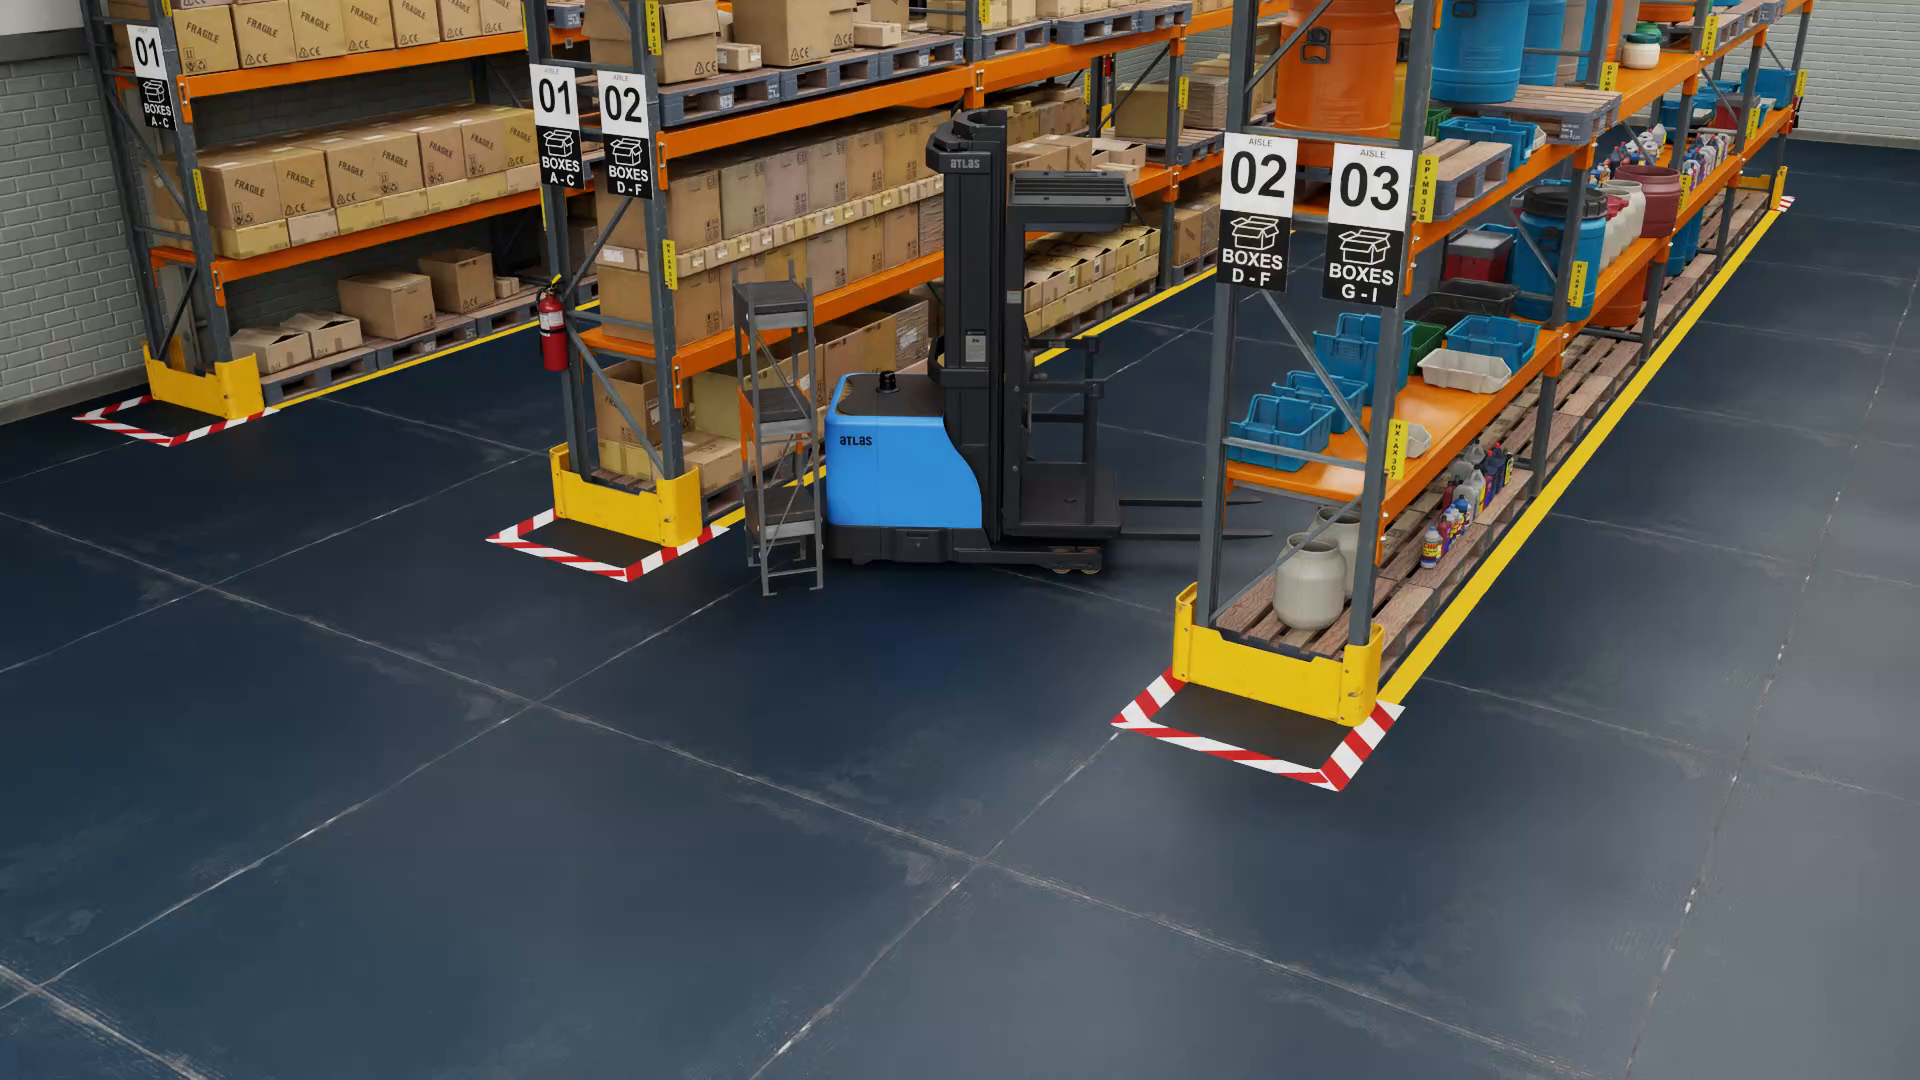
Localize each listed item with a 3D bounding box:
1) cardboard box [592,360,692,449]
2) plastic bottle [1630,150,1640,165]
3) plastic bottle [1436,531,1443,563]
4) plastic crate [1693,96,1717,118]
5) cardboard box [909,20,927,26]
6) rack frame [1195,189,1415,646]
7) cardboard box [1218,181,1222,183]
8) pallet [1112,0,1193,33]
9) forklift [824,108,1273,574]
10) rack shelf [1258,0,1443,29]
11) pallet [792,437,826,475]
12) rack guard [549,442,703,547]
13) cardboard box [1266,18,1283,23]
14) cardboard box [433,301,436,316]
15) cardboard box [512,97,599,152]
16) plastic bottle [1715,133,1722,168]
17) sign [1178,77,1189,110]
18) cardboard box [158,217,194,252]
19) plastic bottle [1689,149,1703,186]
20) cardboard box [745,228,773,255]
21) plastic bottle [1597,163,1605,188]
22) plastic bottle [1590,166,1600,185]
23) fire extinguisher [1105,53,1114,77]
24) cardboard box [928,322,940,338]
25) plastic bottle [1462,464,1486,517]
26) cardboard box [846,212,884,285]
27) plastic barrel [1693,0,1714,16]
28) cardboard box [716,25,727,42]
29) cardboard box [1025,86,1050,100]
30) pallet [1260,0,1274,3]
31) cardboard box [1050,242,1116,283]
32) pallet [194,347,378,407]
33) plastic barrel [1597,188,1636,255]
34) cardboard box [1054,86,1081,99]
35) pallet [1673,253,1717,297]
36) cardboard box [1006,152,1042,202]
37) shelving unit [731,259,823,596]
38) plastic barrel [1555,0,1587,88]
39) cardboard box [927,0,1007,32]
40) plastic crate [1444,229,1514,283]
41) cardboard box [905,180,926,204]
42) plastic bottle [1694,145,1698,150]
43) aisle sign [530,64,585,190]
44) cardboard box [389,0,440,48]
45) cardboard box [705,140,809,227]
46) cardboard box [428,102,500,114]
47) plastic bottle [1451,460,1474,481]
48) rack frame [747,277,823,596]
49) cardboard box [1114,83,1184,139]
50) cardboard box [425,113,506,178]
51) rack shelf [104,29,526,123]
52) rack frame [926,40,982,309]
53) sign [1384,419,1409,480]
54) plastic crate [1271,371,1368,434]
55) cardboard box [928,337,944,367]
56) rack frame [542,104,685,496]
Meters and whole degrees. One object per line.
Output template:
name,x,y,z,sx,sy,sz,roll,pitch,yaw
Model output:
cardboard box,-2.354,-1.021,12.322,0.500,0.500,0.500,14,27,29
plastic bottle,6.909,-3.858,17.048,0.097,0.271,0.097,0,23,0
plastic bottle,3.098,0.037,10.857,0.097,0.201,0.097,0,23,0
plastic crate,8.999,-5.254,20.247,0.416,0.233,0.300,14,27,29
cardboard box,-0.571,-6.744,22.082,0.500,0.250,0.500,15,27,30
rack frame,1.822,-0.463,9.045,1.000,3.000,0.127,14,27,29
cardboard box,3.396,-4.047,19.915,0.500,0.500,0.500,14,27,30
pallet,1.554,-5.245,16.552,1.213,0.211,1.003,15,28,31
forklift,0.622,-1.333,11.140,3.031,2.935,1.130,1,23,2
rack shelf,2.877,-3.378,9.635,1.077,0.370,4.000,14,27,29
pallet,-1.372,-0.900,13.563,1.003,0.211,1.213,14,27,29
rack guard,-2.397,-0.348,11.923,1.175,0.500,0.348,14,27,29
cardboard box,4.261,-6.456,21.503,0.500,0.500,0.500,13,27,28
cardboard box,-5.345,-2.248,16.201,0.380,0.149,0.250,12,26,25
cardboard box,-4.187,-4.302,17.232,0.700,0.500,0.500,14,27,29
plastic bottle,7.945,-4.112,17.535,0.144,0.351,0.185,14,27,29
sign,2.309,-4.619,17.187,0.100,0.325,0.005,14,27,29
cardboard box,-6.512,-2.678,14.325,0.500,0.250,0.500,14,27,30
plastic bottle,7.364,-3.740,16.677,0.144,0.351,0.185,14,27,29
cardboard box,-1.589,-2.192,12.095,0.380,0.149,0.250,13,27,28
plastic bottle,6.297,-3.575,16.394,0.097,0.271,0.097,0,23,0
plastic bottle,6.194,-3.509,16.242,0.097,0.271,0.097,0,23,0
fire extinguisher,2.317,-7.687,26.299,0.296,0.674,0.183,14,27,29
cardboard box,-0.301,-1.984,15.491,0.500,0.250,0.500,14,27,28
plastic bottle,3.566,-0.348,11.559,0.144,0.351,0.185,14,27,29
cardboard box,-1.043,-2.400,13.392,0.700,0.500,0.500,14,27,30
plastic barrel,6.796,-4.971,15.348,0.294,0.245,0.294,0,23,0
cardboard box,-2.001,-3.511,11.794,0.500,0.250,0.500,14,27,29
cardboard box,1.191,-6.939,25.804,0.380,0.149,0.250,14,27,29
pallet,2.998,-6.287,18.958,1.213,0.211,1.003,14,27,29
cardboard box,1.232,-2.816,16.706,0.500,0.311,0.500,14,27,29
pallet,-6.096,-1.552,15.070,1.003,0.211,1.213,14,27,29
plastic barrel,5.459,-2.681,14.026,0.421,0.512,0.421,0,23,0
cardboard box,1.648,-6.944,25.817,0.380,0.149,0.250,14,27,28
pallet,7.710,-2.982,18.373,1.003,0.211,1.213,14,27,29
cardboard box,0.423,-3.332,15.546,0.500,0.500,0.500,16,28,33
shelving unit,-1.175,-0.713,10.755,0.431,2.100,0.503,-7,25,-17
plastic barrel,4.361,-3.858,12.479,0.600,0.901,0.600,0,23,0
cardboard box,0.059,-4.559,14.390,0.500,0.250,0.500,17,29,34
plastic crate,3.928,-2.070,12.676,0.402,0.464,0.583,14,27,29
cardboard box,-0.503,-2.888,13.703,0.380,0.149,0.250,13,27,27
plastic bottle,7.644,-3.980,17.330,0.097,0.271,0.097,0,23,0
aisle sign,-2.668,-2.735,11.020,0.394,0.787,0.004,14,27,29
cardboard box,-5.078,-4.736,14.988,0.500,0.500,0.500,13,26,27
cardboard box,-1.561,-2.666,12.373,0.700,0.500,0.500,14,27,29
cardboard box,-4.910,-4.059,16.571,0.500,0.500,0.500,13,27,28
plastic bottle,3.597,-0.445,11.878,0.152,0.276,0.135,14,27,29
rack frame,-1.099,-0.621,10.542,0.400,2.100,0.015,-7,25,-17
cardboard box,2.072,-4.678,18.125,0.700,0.500,0.500,5,24,11
cardboard box,-4.729,-3.780,15.926,0.500,0.500,0.500,14,27,29
rack shelf,-5.539,-4.261,14.947,1.077,0.370,4.000,14,27,29
rack frame,-0.274,-2.853,14.564,1.000,3.000,0.127,14,27,29
sign,2.287,-0.474,8.720,0.100,0.325,0.005,14,27,29
plastic crate,2.180,-0.845,10.113,0.499,0.251,0.408,14,27,29
cardboard box,-0.333,-1.581,14.560,0.500,0.250,0.500,14,27,29
rack frame,-2.384,-1.503,11.446,1.000,3.000,0.127,14,27,29
